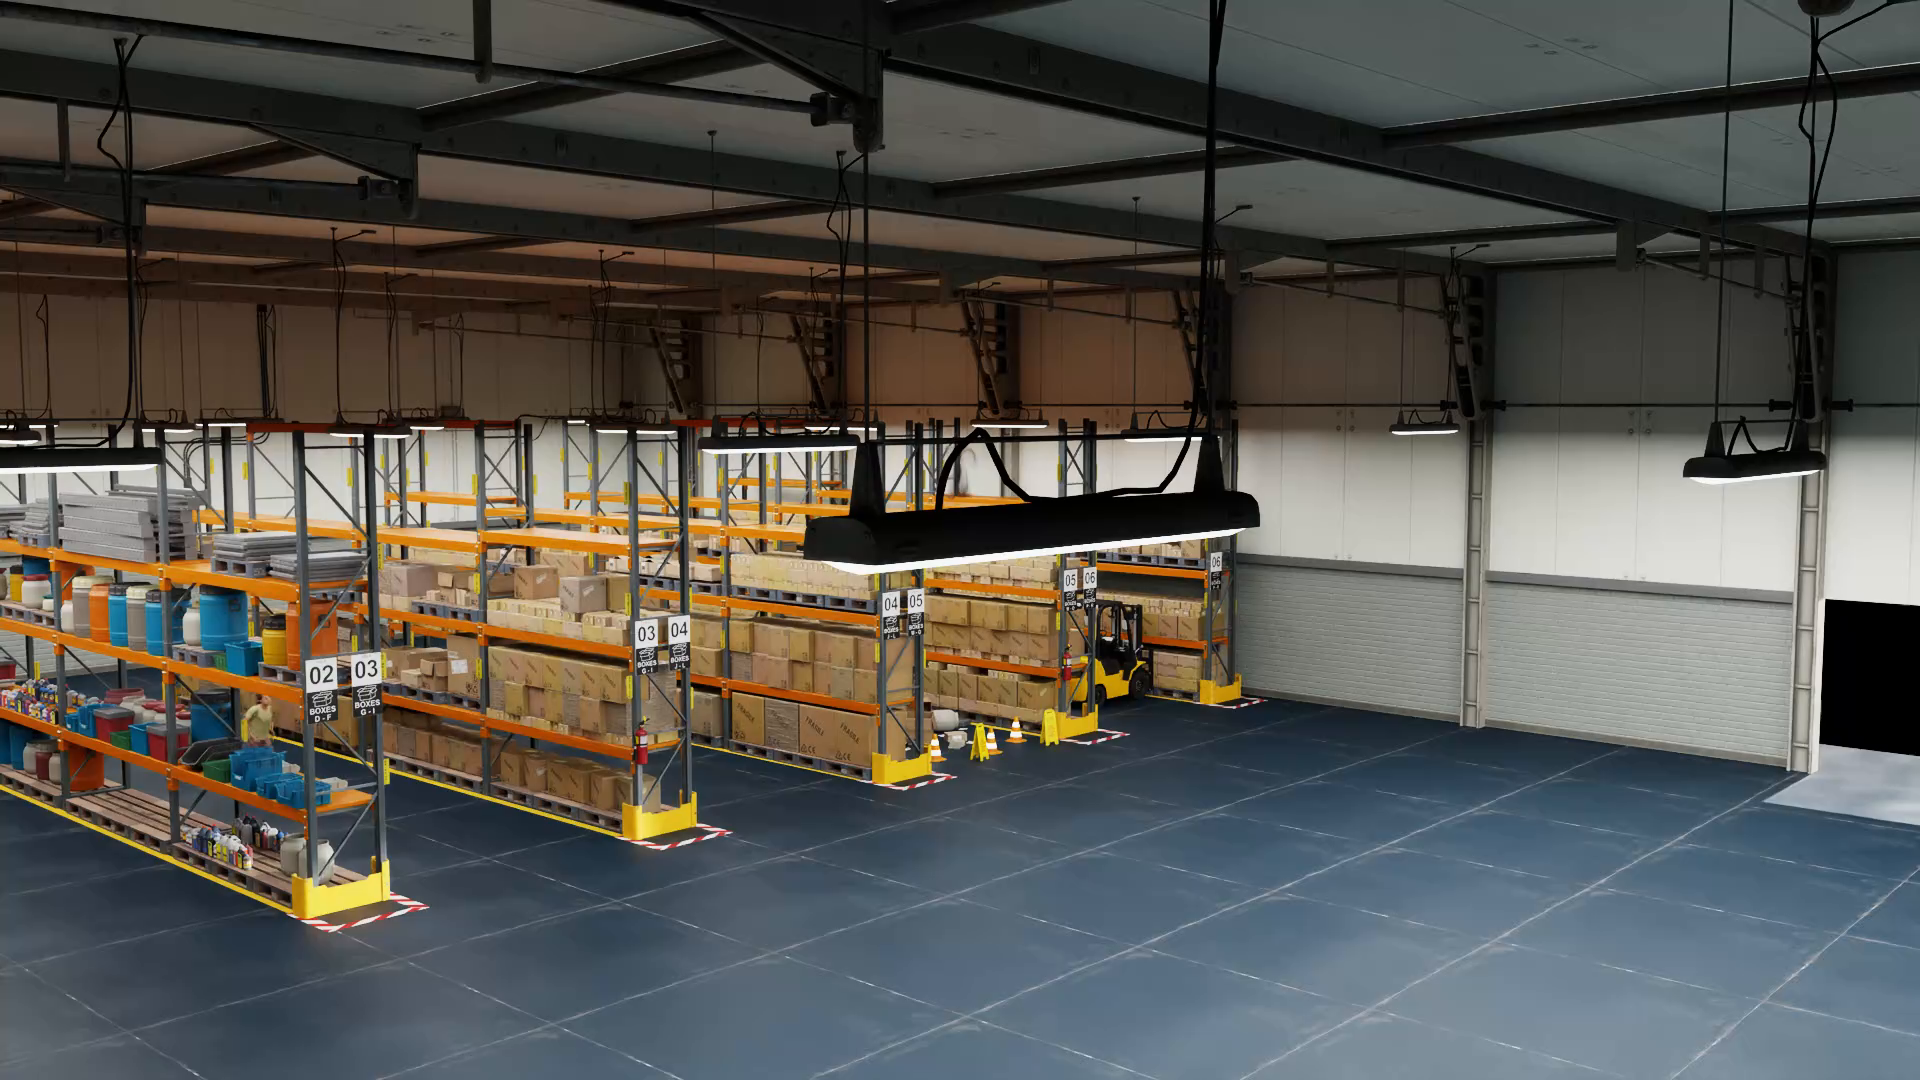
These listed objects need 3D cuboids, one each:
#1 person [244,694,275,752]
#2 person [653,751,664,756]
[{"bbox_3d":[-11.596,3.299,27.450,0.904,1.653,0.586,3,5,30],"label":"person"},{"bbox_3d":[-5.786,3.041,30.198,1.050,1.731,0.697,3,6,35],"label":"person"}]
